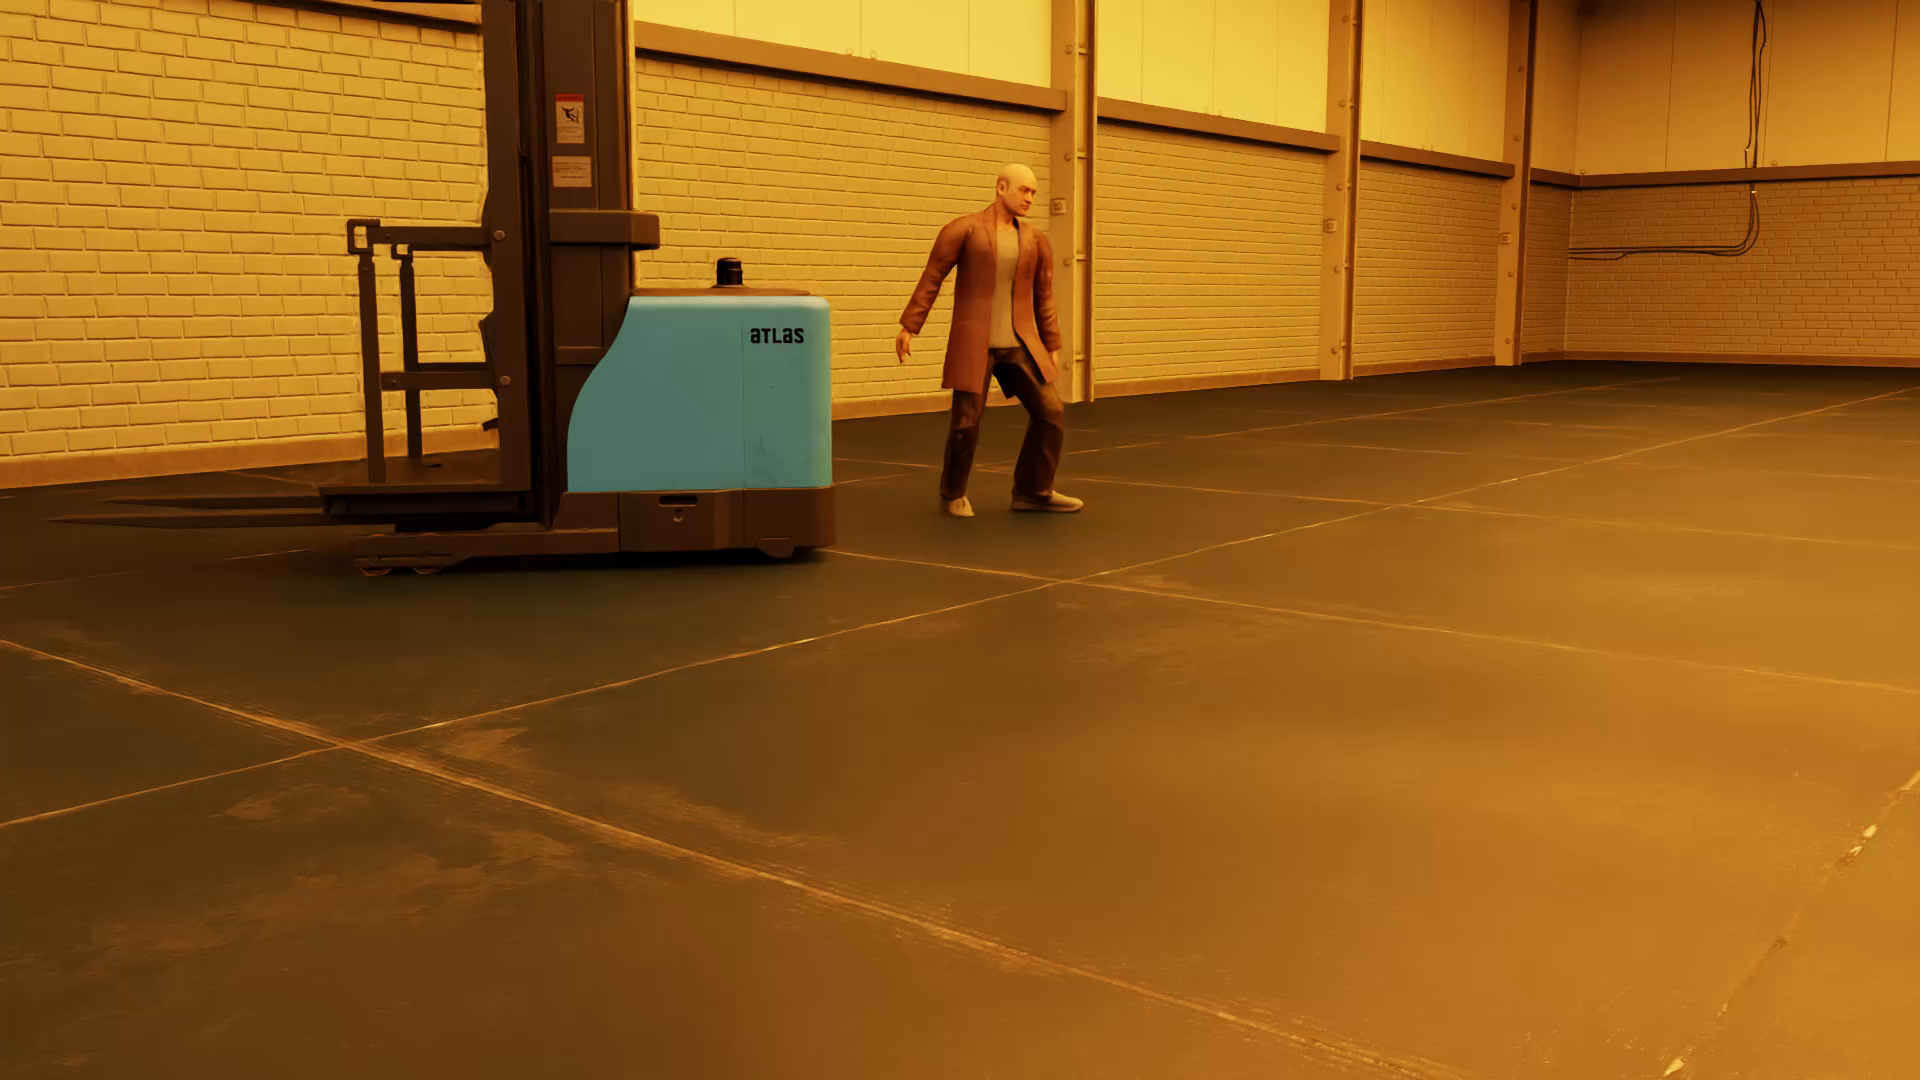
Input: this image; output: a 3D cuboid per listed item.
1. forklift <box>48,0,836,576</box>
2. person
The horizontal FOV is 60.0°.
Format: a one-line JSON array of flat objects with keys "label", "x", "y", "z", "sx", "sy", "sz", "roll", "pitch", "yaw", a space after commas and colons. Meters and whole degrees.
[{"label": "forklift", "x": -2.074, "y": -1.392, "z": 6.793, "sx": 3.031, "sy": 2.935, "sz": 1.130, "roll": -1, "pitch": 8, "yaw": -10}, {"label": "person", "x": 0.145, "y": -0.956, "z": 8.222, "sx": 0.934, "sy": 1.758, "sz": 0.552, "roll": -2, "pitch": 9, "yaw": -16}]
